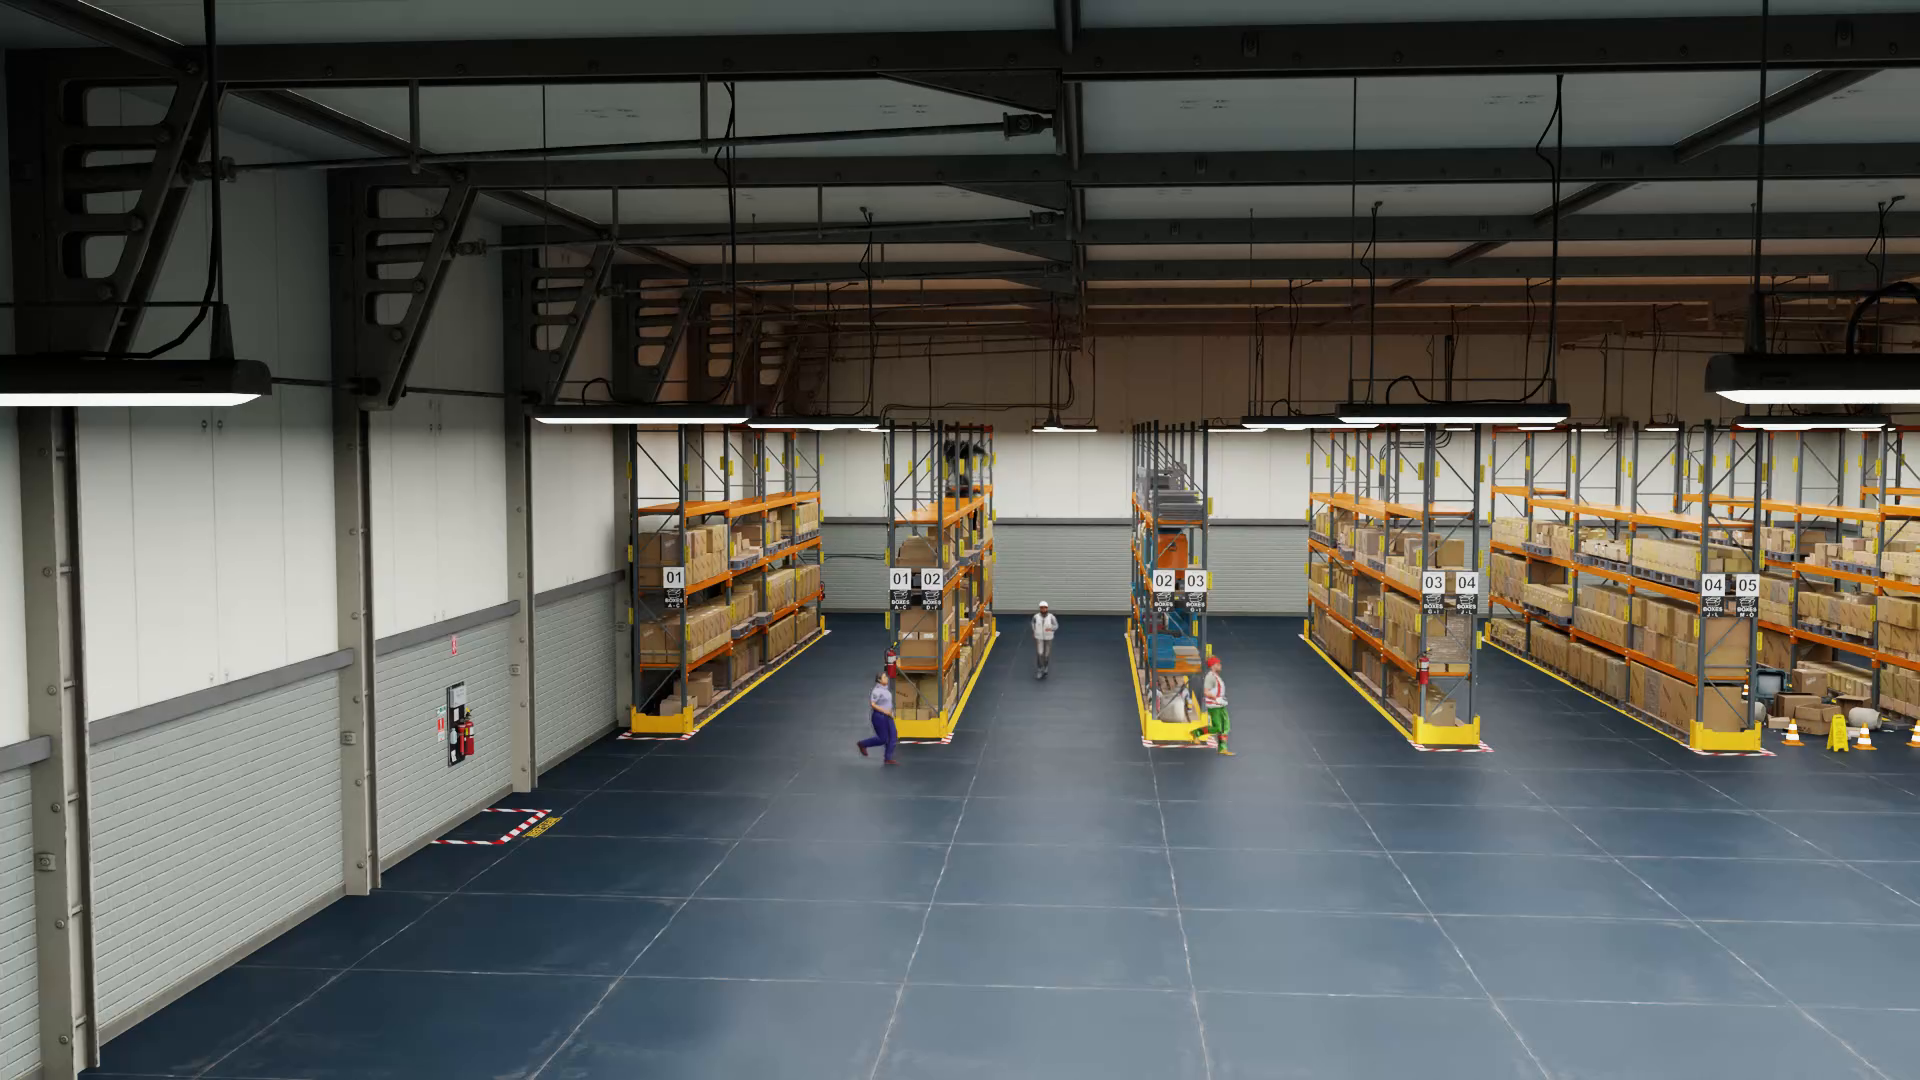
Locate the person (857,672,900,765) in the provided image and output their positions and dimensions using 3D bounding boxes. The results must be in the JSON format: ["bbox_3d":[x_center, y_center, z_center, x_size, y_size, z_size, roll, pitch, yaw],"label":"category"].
[{"bbox_3d":[-1.397,3.097,28.920,0.754,1.628,0.611,1,4,19],"label":"person"}]

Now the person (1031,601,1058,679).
[{"bbox_3d":[2.004,2.358,39.285,0.637,1.834,0.756,0,4,3],"label":"person"}]

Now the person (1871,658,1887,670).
[{"bbox_3d":[21.091,2.507,38.024,0.627,1.700,0.760,0,4,-1],"label":"person"}]

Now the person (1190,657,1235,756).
[{"bbox_3d":[4.525,2.969,29.757,0.809,1.763,0.669,2,4,25],"label":"person"}]
